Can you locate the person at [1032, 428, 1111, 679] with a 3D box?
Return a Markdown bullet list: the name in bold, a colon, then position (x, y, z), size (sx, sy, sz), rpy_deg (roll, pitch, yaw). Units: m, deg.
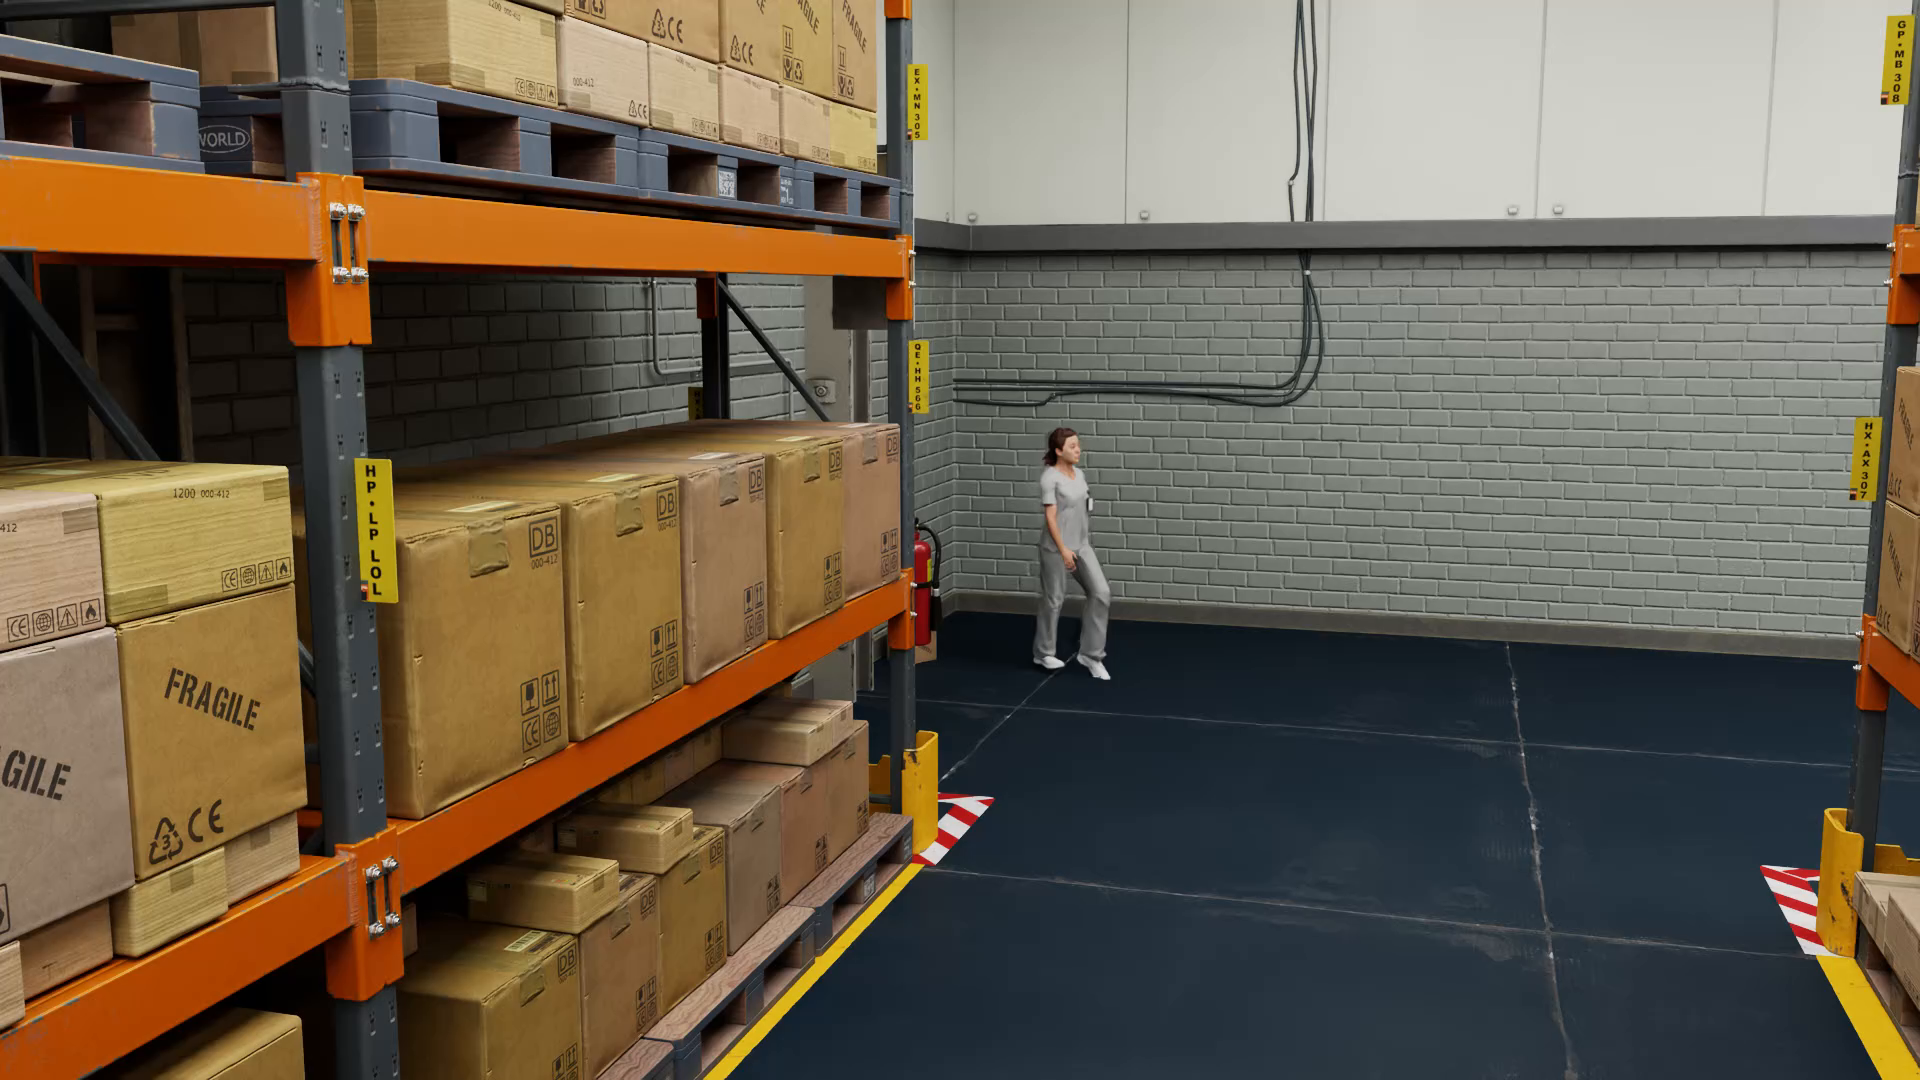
- **person**: position (0.721, 0.102, 11.230), size (0.455, 1.721, 0.587), rpy_deg (-7, 11, -41)
